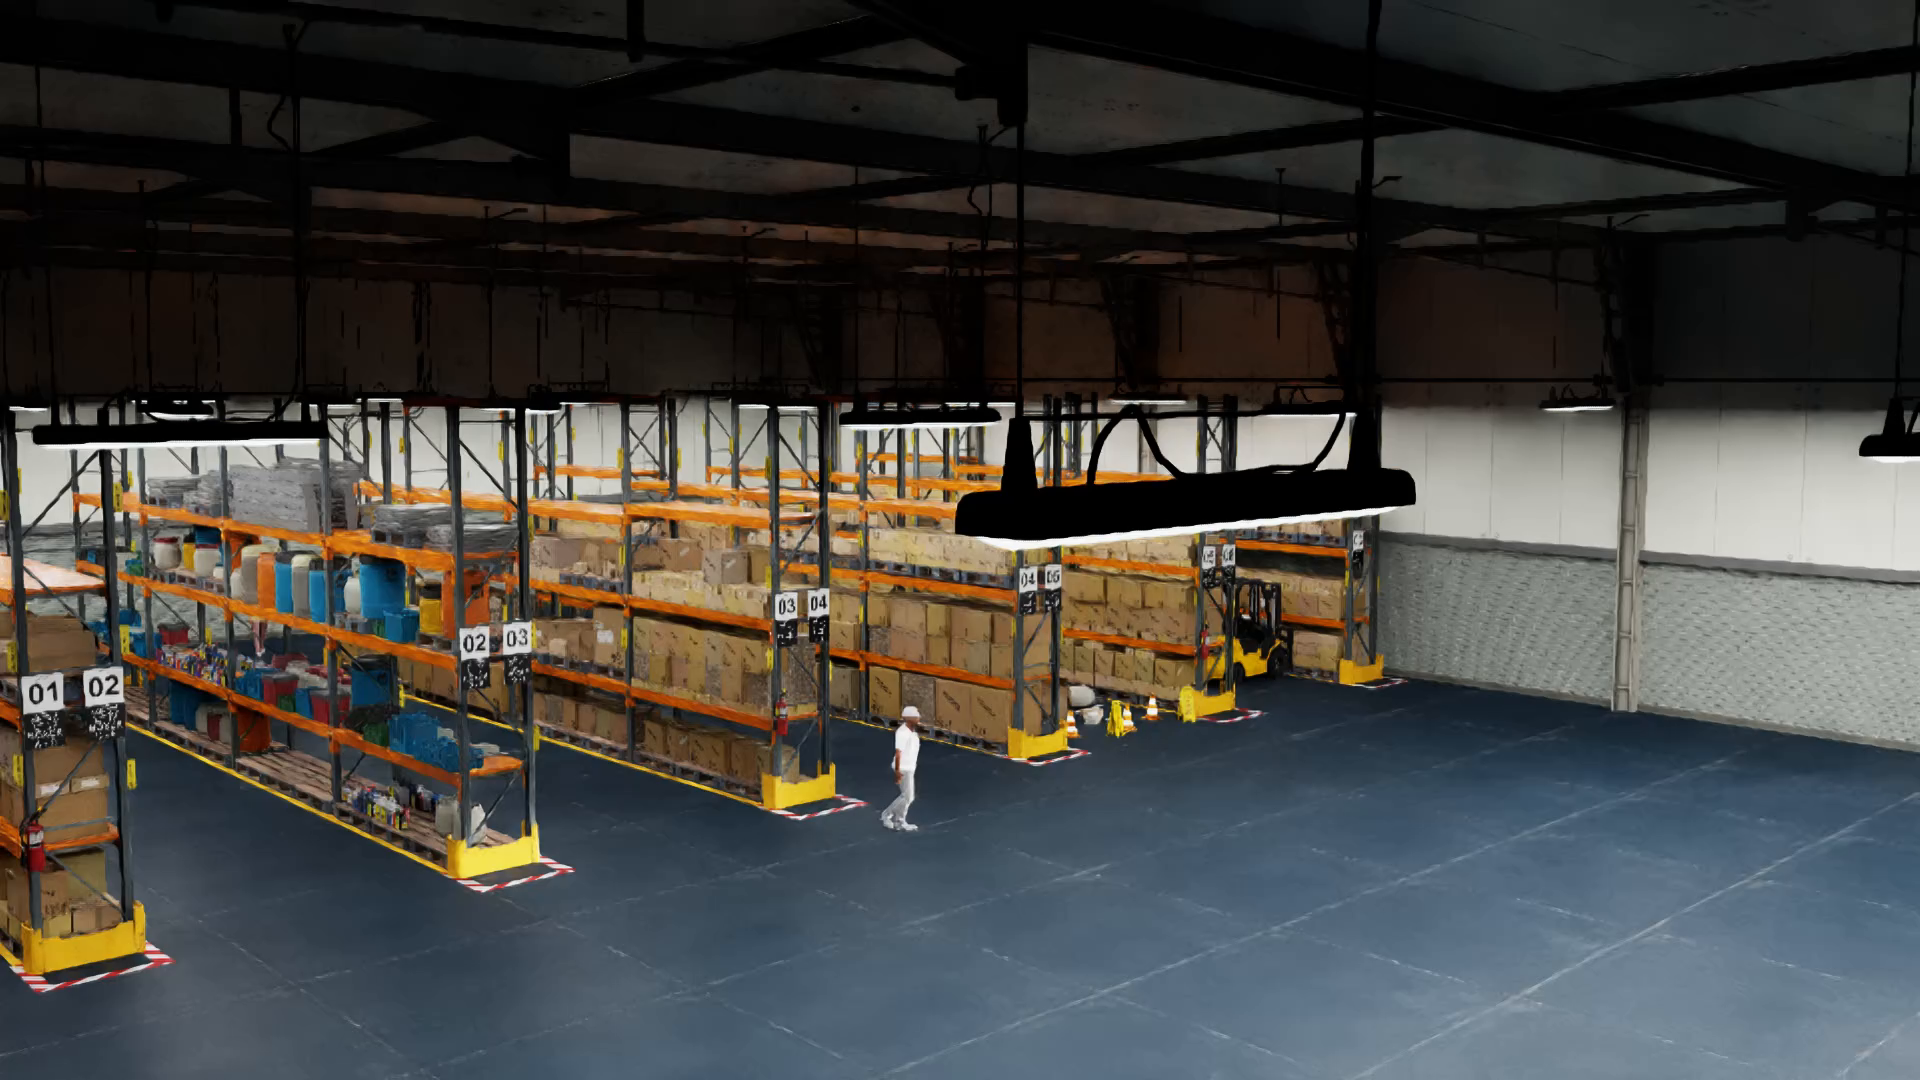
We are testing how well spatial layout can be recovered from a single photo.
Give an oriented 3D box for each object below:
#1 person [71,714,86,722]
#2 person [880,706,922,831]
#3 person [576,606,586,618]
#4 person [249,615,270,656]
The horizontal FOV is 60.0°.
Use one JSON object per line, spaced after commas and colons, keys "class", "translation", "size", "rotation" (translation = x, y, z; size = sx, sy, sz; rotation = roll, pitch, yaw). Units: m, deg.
{"class": "person", "translation": [-15.873, 2.653, 29.708], "size": [0.533, 1.586, 0.558], "rotation": [-3, 6, -30]}
{"class": "person", "translation": [-0.819, 3.207, 23.328], "size": [0.573, 1.760, 0.616], "rotation": [1, 6, 11]}
{"class": "person", "translation": [-9.697, 1.397, 42.155], "size": [0.666, 1.723, 0.486], "rotation": [1, 6, 13]}
{"class": "person", "translation": [-16.041, 1.831, 38.148], "size": [0.447, 1.603, 1.019], "rotation": [-4, 7, -34]}
